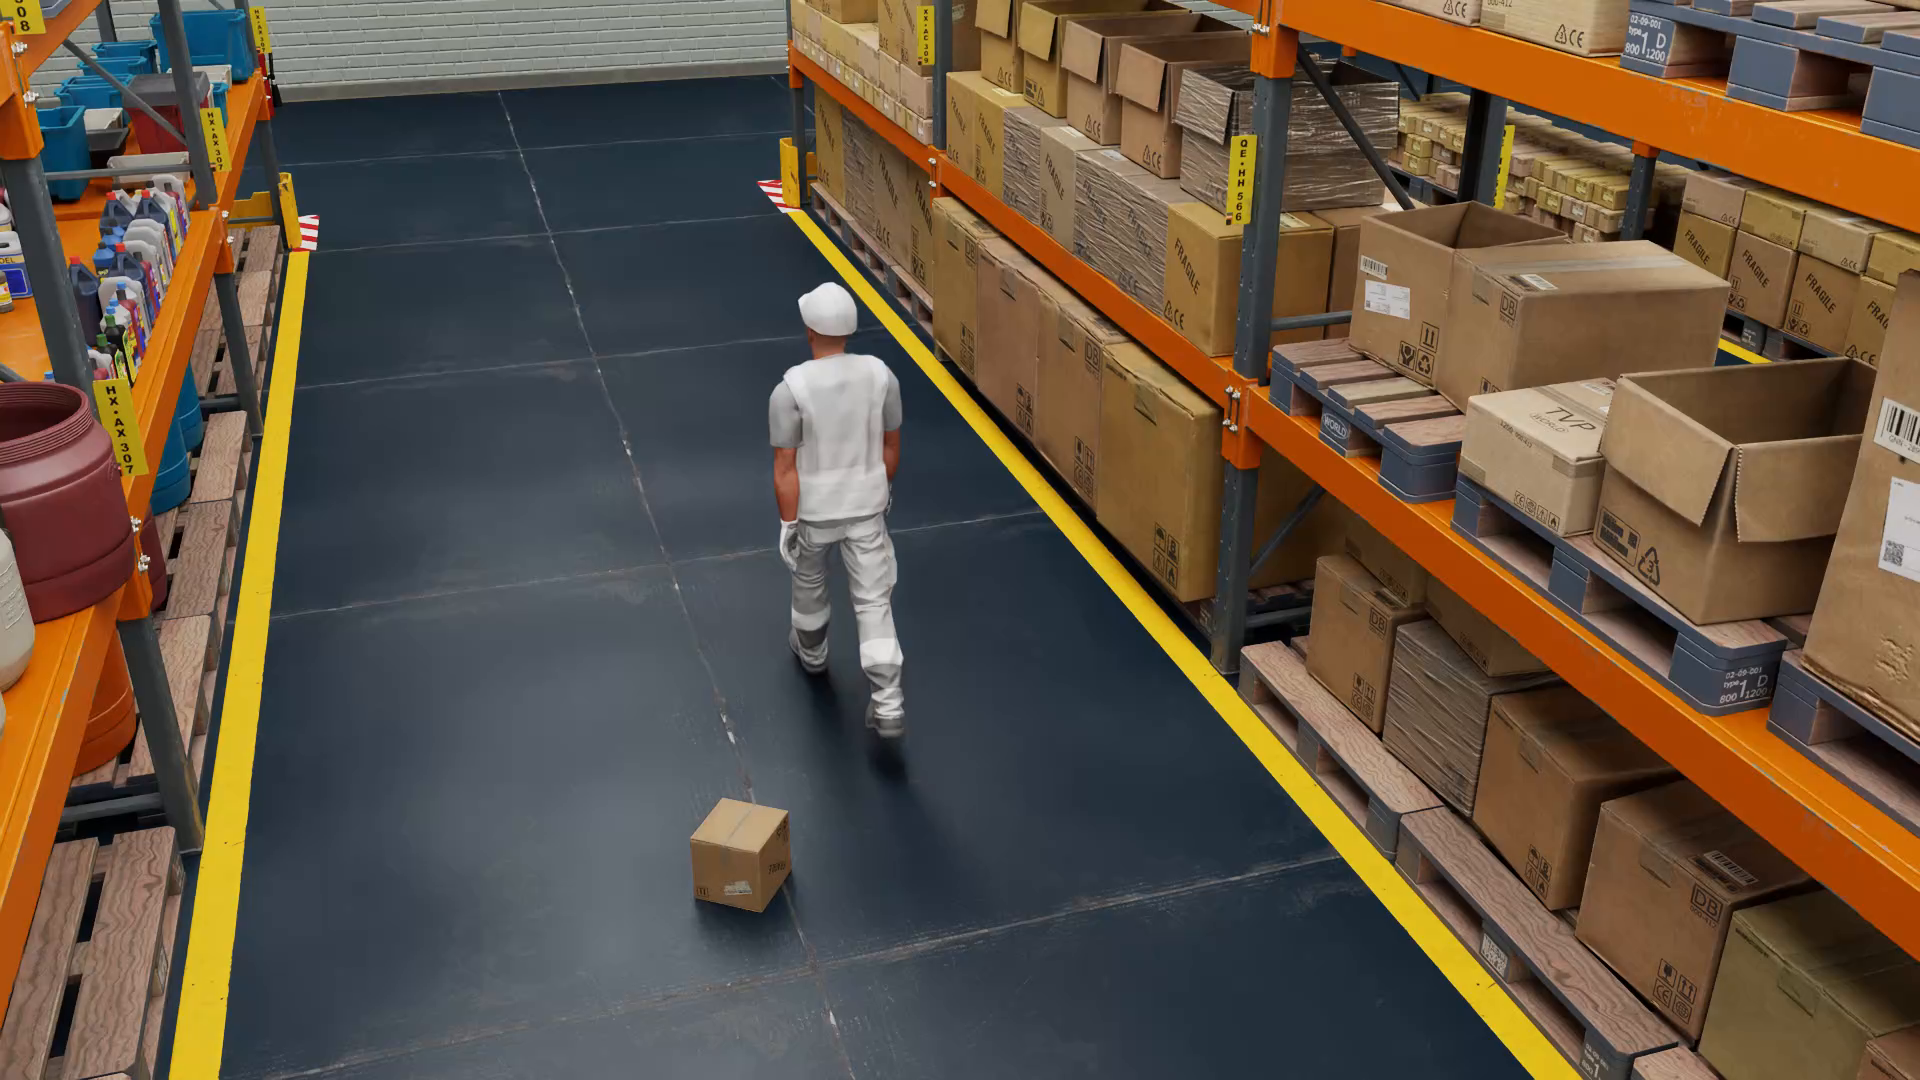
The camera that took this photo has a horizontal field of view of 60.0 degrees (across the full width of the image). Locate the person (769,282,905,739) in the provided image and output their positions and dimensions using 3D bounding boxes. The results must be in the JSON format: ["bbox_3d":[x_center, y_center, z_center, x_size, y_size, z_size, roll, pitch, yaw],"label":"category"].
[{"bbox_3d":[-0.465,-0.126,6.364,0.519,1.748,1.071,-7,27,-14],"label":"person"}]
